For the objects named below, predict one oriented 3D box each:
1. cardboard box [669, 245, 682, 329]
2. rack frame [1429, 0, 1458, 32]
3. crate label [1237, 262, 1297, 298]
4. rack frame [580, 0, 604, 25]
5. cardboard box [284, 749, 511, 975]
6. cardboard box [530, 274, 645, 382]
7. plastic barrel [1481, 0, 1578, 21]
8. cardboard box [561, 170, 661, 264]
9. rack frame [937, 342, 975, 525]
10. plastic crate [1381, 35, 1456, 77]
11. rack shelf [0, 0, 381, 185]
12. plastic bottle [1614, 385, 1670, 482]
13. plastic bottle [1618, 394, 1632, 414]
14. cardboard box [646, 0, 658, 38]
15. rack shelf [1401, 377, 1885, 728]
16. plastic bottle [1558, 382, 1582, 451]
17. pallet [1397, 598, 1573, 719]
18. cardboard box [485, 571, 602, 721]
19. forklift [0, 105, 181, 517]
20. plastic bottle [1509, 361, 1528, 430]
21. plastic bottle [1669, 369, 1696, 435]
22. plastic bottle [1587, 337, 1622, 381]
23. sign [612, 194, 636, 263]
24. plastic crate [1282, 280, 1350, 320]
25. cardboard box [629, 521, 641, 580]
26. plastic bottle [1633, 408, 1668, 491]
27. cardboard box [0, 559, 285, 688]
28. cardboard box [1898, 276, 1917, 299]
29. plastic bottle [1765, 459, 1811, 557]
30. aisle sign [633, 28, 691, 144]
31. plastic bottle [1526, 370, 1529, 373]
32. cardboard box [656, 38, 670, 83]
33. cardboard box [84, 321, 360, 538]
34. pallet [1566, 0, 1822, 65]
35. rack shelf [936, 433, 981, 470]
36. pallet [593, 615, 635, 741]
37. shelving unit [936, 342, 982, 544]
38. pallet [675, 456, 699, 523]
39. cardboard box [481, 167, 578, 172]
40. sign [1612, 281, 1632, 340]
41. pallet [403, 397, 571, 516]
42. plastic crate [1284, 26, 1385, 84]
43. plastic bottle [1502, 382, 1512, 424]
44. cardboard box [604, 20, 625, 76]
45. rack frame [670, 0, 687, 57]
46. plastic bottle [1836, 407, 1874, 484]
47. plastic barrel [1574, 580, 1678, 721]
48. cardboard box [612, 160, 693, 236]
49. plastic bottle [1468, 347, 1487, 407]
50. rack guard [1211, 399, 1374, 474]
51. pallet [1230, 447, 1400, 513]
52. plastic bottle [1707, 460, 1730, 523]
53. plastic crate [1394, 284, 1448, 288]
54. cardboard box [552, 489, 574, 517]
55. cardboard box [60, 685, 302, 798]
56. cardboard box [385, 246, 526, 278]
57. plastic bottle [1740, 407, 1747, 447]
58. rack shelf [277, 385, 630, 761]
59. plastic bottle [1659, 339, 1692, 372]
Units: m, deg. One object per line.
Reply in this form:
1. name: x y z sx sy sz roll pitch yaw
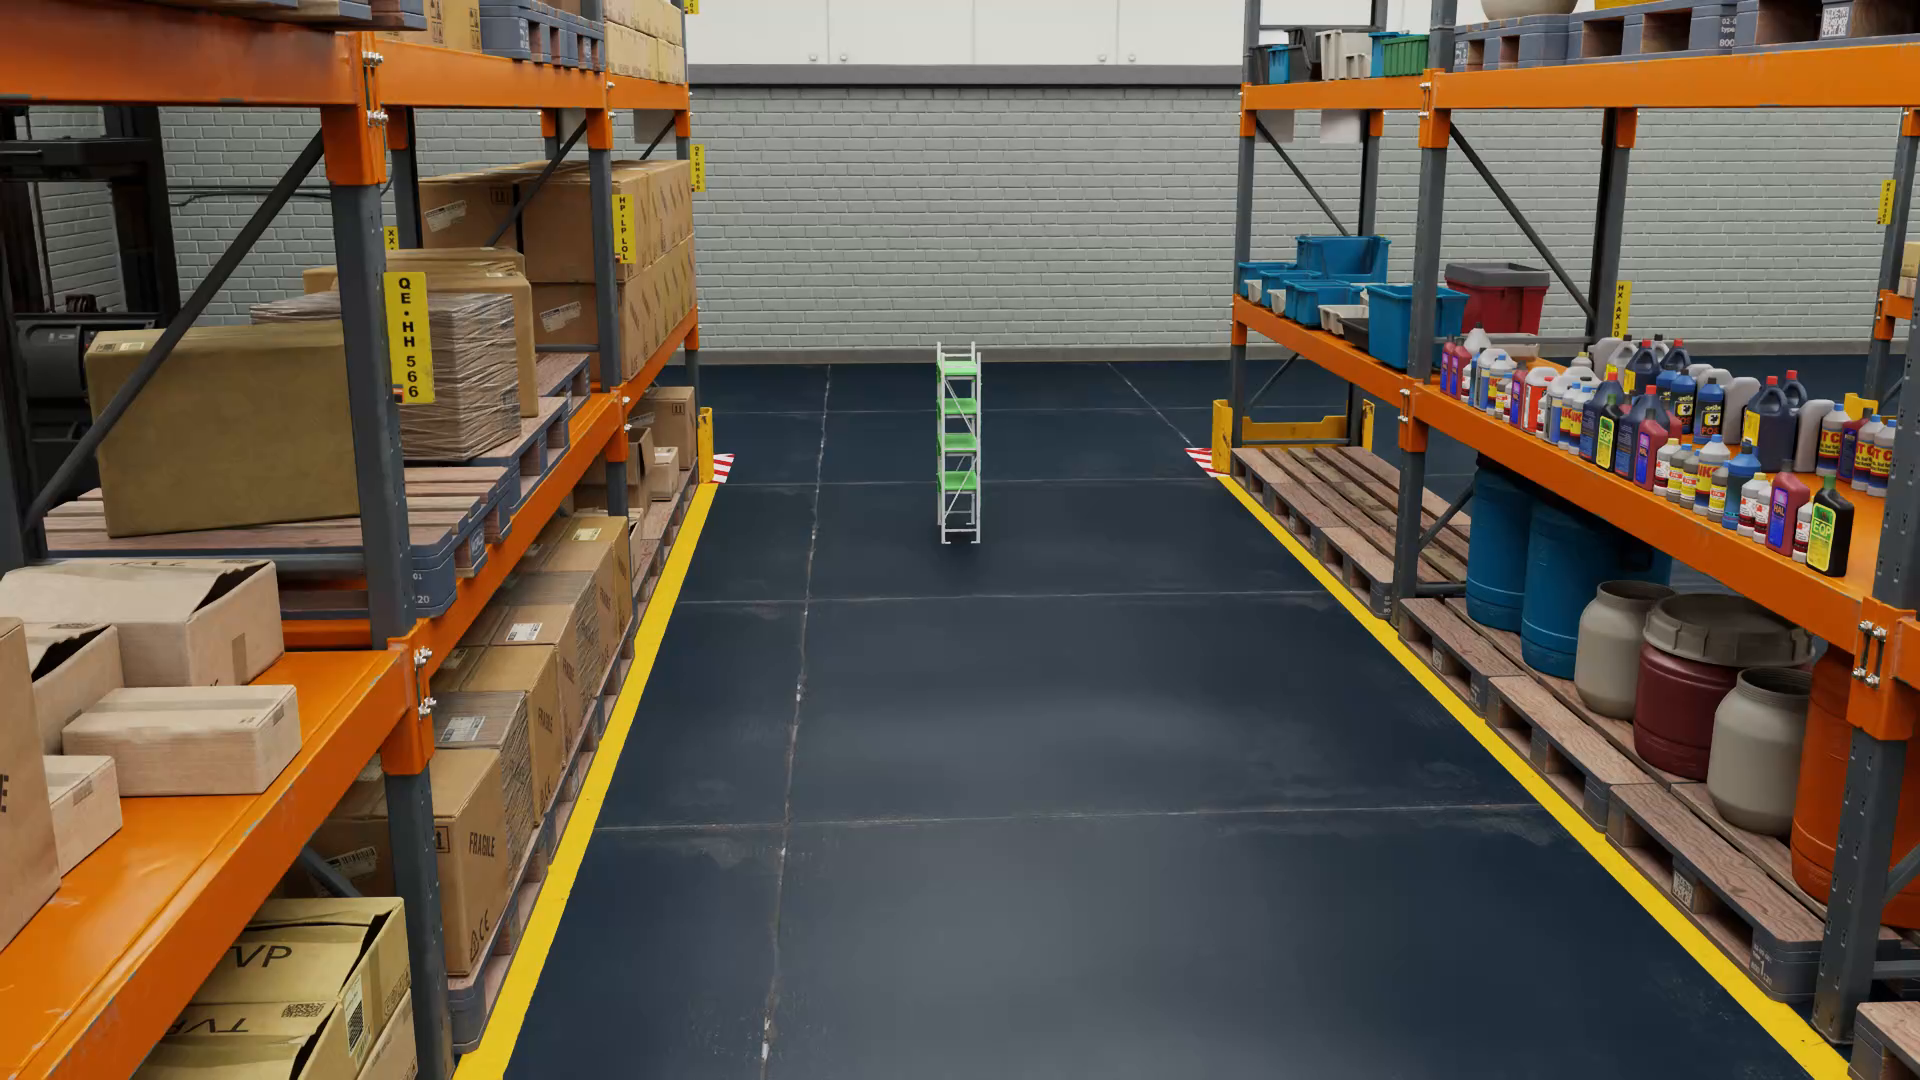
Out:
1. cardboard box: -2.056 -1.608 10.556 0.500 0.500 0.500 -1 14 -3
2. rack frame: 2.776 -3.906 7.649 1.000 3.000 0.127 -1 14 -3
3. crate label: 2.214 -1.877 12.018 0.416 0.233 0.303 -1 14 -3
4. rack frame: -2.169 -3.831 7.355 1.000 3.000 0.127 -1 14 -3
5. cardboard box: -1.664 0.949 4.950 0.500 0.500 0.500 0 14 -1
6. cardboard box: -1.928 -1.105 8.599 0.500 0.500 0.500 -1 14 -2
7. plastic barrel: 2.558 -2.588 7.430 0.433 0.535 0.433 0 14 0
8. cardboard box: -1.981 -1.836 9.434 0.500 0.500 0.500 -1 14 -5
9. rack frame: -0.025 -0.683 10.773 0.240 1.200 0.015 -1 14 -3
10. plastic crate: 2.448 -2.452 8.441 0.450 0.188 0.662 -1 14 -3
11. rack shelf: -1.797 -0.537 2.019 1.077 0.370 4.000 -1 14 -3
12. plastic bottle: 2.533 -0.401 6.163 0.144 0.351 0.185 -1 14 -3
13. plastic bottle: 2.543 -0.408 6.326 0.061 0.283 0.133 -1 14 -3
14. cardboard box: -2.034 -3.045 9.621 0.500 0.250 0.500 -1 14 -3
15. rack shelf: 2.899 -0.155 6.553 1.077 0.370 4.000 -1 14 -3
16. plastic bottle: 2.476 -0.500 6.709 0.097 0.271 0.097 0 14 0
17. pallet: 2.782 0.542 7.996 1.003 0.211 1.213 -1 14 -3
18. cardboard box: -1.799 0.438 6.937 0.500 0.500 0.500 -1 14 -3
19. forklift: -4.595 -0.949 8.331 1.130 2.935 3.031 -1 14 -3
20. plastic bottle: 2.428 -0.626 7.173 0.061 0.283 0.133 -1 14 -3
21. plastic bottle: 3.062 -0.589 7.055 0.097 0.271 0.097 0 14 0
22. plastic bottle: 3.123 -0.848 8.050 0.152 0.276 0.135 -1 14 -3
23. sign: -1.615 -1.496 7.995 0.100 0.325 0.005 -1 14 -3
24. plastic crate: 2.296 -1.550 10.745 0.416 0.233 0.300 -1 14 -3
25. cardboard box: -1.979 0.056 8.802 0.500 0.311 0.500 -1 14 -3
26. plastic bottle: 2.502 -0.328 6.015 0.061 0.283 0.133 -1 14 -3
27. cardboard box: -1.942 0.204 3.893 0.500 0.311 0.500 0 14 0
28. cardboard box: 7.164 -1.857 12.228 0.380 0.149 0.250 -1 14 -3
29. plastic bottle: 2.558 -0.101 5.133 0.061 0.283 0.133 -1 14 -3
30. aisle sign: -2.115 -3.201 11.730 0.394 0.787 0.004 -1 14 -3
31. plastic bottle: 2.570 -0.699 7.623 0.097 0.201 0.097 0 14 0
32. cardboard box: -2.057 -2.928 10.167 0.500 0.250 0.500 -1 14 -3
33. cardboard box: -2.072 -0.337 4.774 0.700 0.500 0.500 -6 16 -22
34. pallet: 2.995 -1.887 6.198 1.003 0.211 1.213 -1 14 -3
35. rack shelf: -0.010 -0.560 10.553 0.258 0.148 0.480 -1 14 -3
36. pallet: -2.080 0.627 7.666 1.003 0.211 1.213 -1 14 -3
37. shelving unit: -0.010 -0.622 10.537 0.258 1.200 0.503 -1 14 -3
38. pallet: -2.361 -0.352 11.473 1.003 0.211 1.213 -1 14 -3
39. cardboard box: -2.554 -1.958 9.908 0.500 0.500 0.500 -1 14 -4
40. sign: 3.325 -1.143 8.393 0.100 0.325 0.005 -1 14 -3
41. pallet: -2.046 -0.321 6.140 1.003 0.211 1.213 -1 14 -3
42. plastic crate: 2.348 -3.034 10.404 0.504 0.338 0.767 -1 14 -3
43. plastic bottle: 2.439 -0.615 7.295 0.097 0.201 0.097 0 14 0
44. cardboard box: -1.952 -2.430 8.233 0.500 0.250 0.500 -1 14 -3
45. rack frame: -2.416 -4.825 11.222 1.000 3.000 0.127 -1 14 -3
46. plastic bottle: 3.293 -0.350 6.102 0.061 0.283 0.133 -1 14 -3
47. plastic barrel: 2.782 0.454 6.892 0.421 0.512 0.421 0 14 0
48. cardboard box: -2.114 -2.346 11.419 0.500 0.500 0.500 -1 14 -4
49. plastic bottle: 2.412 -0.755 7.699 0.097 0.271 0.097 0 14 0
50. rack guard: 2.513 -0.791 12.597 1.175 0.500 0.348 -1 14 -3
51. pallet: 2.540 -0.440 11.811 1.003 0.211 1.213 -1 14 -3
52. plastic bottle: 2.551 -0.163 5.538 0.097 0.201 0.097 0 14 0
53. plastic crate: 2.865 -1.355 9.891 0.437 0.282 0.530 -1 14 -3
54. cardboard box: -2.533 -0.160 9.642 0.500 0.311 0.500 -1 14 -3
55. cardboard box: -1.589 0.411 3.415 0.380 0.149 0.250 -1 14 -3
56. cardboard box: -2.362 -1.056 7.567 0.700 0.500 0.500 -6 16 -22
57. plastic bottle: 3.234 -0.476 6.754 0.097 0.201 0.097 0 14 0
58. rack shelf: -2.045 -0.080 6.259 1.077 0.370 4.000 -1 14 -3
59. plastic bottle: 3.171 -0.707 7.355 0.144 0.351 0.185 -1 14 -3
